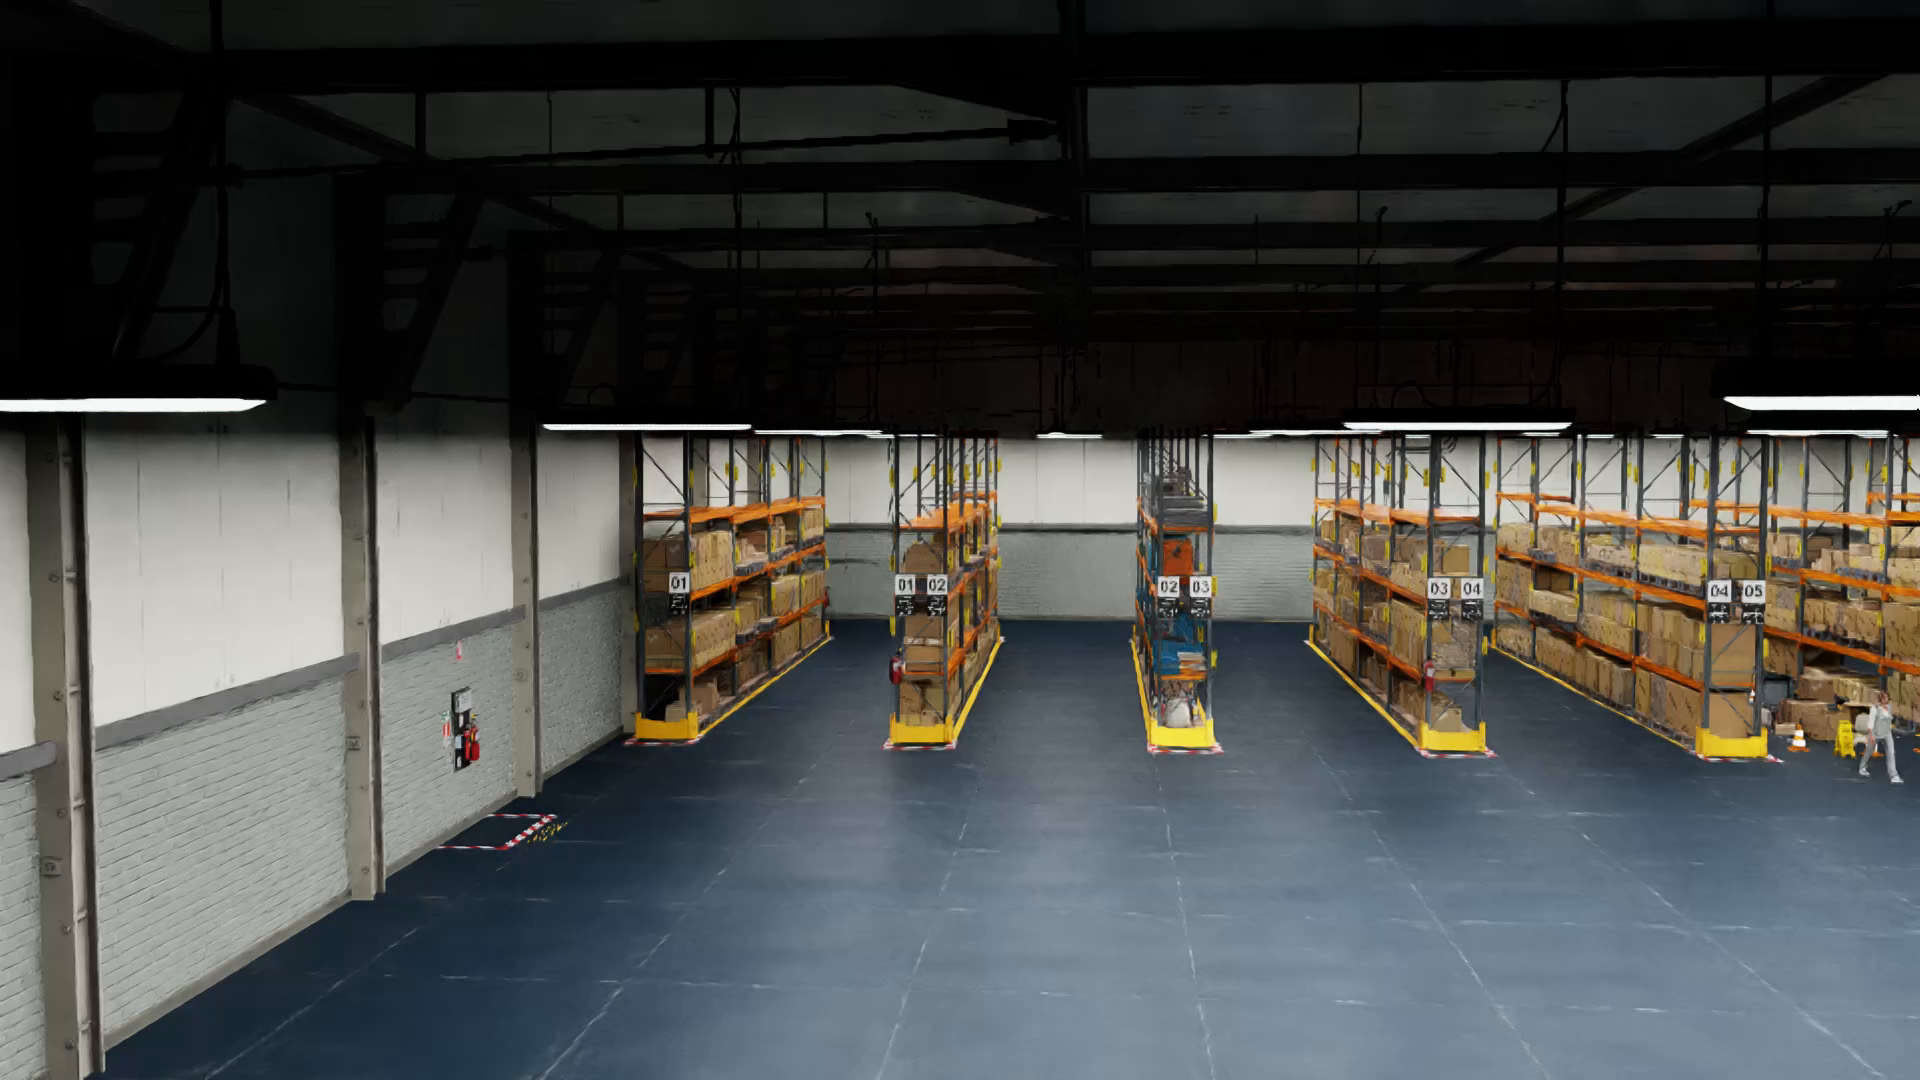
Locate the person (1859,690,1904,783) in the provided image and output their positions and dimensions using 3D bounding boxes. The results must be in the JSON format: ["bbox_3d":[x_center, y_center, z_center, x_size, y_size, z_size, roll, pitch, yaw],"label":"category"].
[{"bbox_3d":[15.451,3.266,27.928,0.419,1.513,1.037,0,3,3],"label":"person"}]

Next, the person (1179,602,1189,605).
[{"bbox_3d":[6.575,1.859,49.923,0.736,1.715,0.896,-1,3,-11],"label":"person"}]
